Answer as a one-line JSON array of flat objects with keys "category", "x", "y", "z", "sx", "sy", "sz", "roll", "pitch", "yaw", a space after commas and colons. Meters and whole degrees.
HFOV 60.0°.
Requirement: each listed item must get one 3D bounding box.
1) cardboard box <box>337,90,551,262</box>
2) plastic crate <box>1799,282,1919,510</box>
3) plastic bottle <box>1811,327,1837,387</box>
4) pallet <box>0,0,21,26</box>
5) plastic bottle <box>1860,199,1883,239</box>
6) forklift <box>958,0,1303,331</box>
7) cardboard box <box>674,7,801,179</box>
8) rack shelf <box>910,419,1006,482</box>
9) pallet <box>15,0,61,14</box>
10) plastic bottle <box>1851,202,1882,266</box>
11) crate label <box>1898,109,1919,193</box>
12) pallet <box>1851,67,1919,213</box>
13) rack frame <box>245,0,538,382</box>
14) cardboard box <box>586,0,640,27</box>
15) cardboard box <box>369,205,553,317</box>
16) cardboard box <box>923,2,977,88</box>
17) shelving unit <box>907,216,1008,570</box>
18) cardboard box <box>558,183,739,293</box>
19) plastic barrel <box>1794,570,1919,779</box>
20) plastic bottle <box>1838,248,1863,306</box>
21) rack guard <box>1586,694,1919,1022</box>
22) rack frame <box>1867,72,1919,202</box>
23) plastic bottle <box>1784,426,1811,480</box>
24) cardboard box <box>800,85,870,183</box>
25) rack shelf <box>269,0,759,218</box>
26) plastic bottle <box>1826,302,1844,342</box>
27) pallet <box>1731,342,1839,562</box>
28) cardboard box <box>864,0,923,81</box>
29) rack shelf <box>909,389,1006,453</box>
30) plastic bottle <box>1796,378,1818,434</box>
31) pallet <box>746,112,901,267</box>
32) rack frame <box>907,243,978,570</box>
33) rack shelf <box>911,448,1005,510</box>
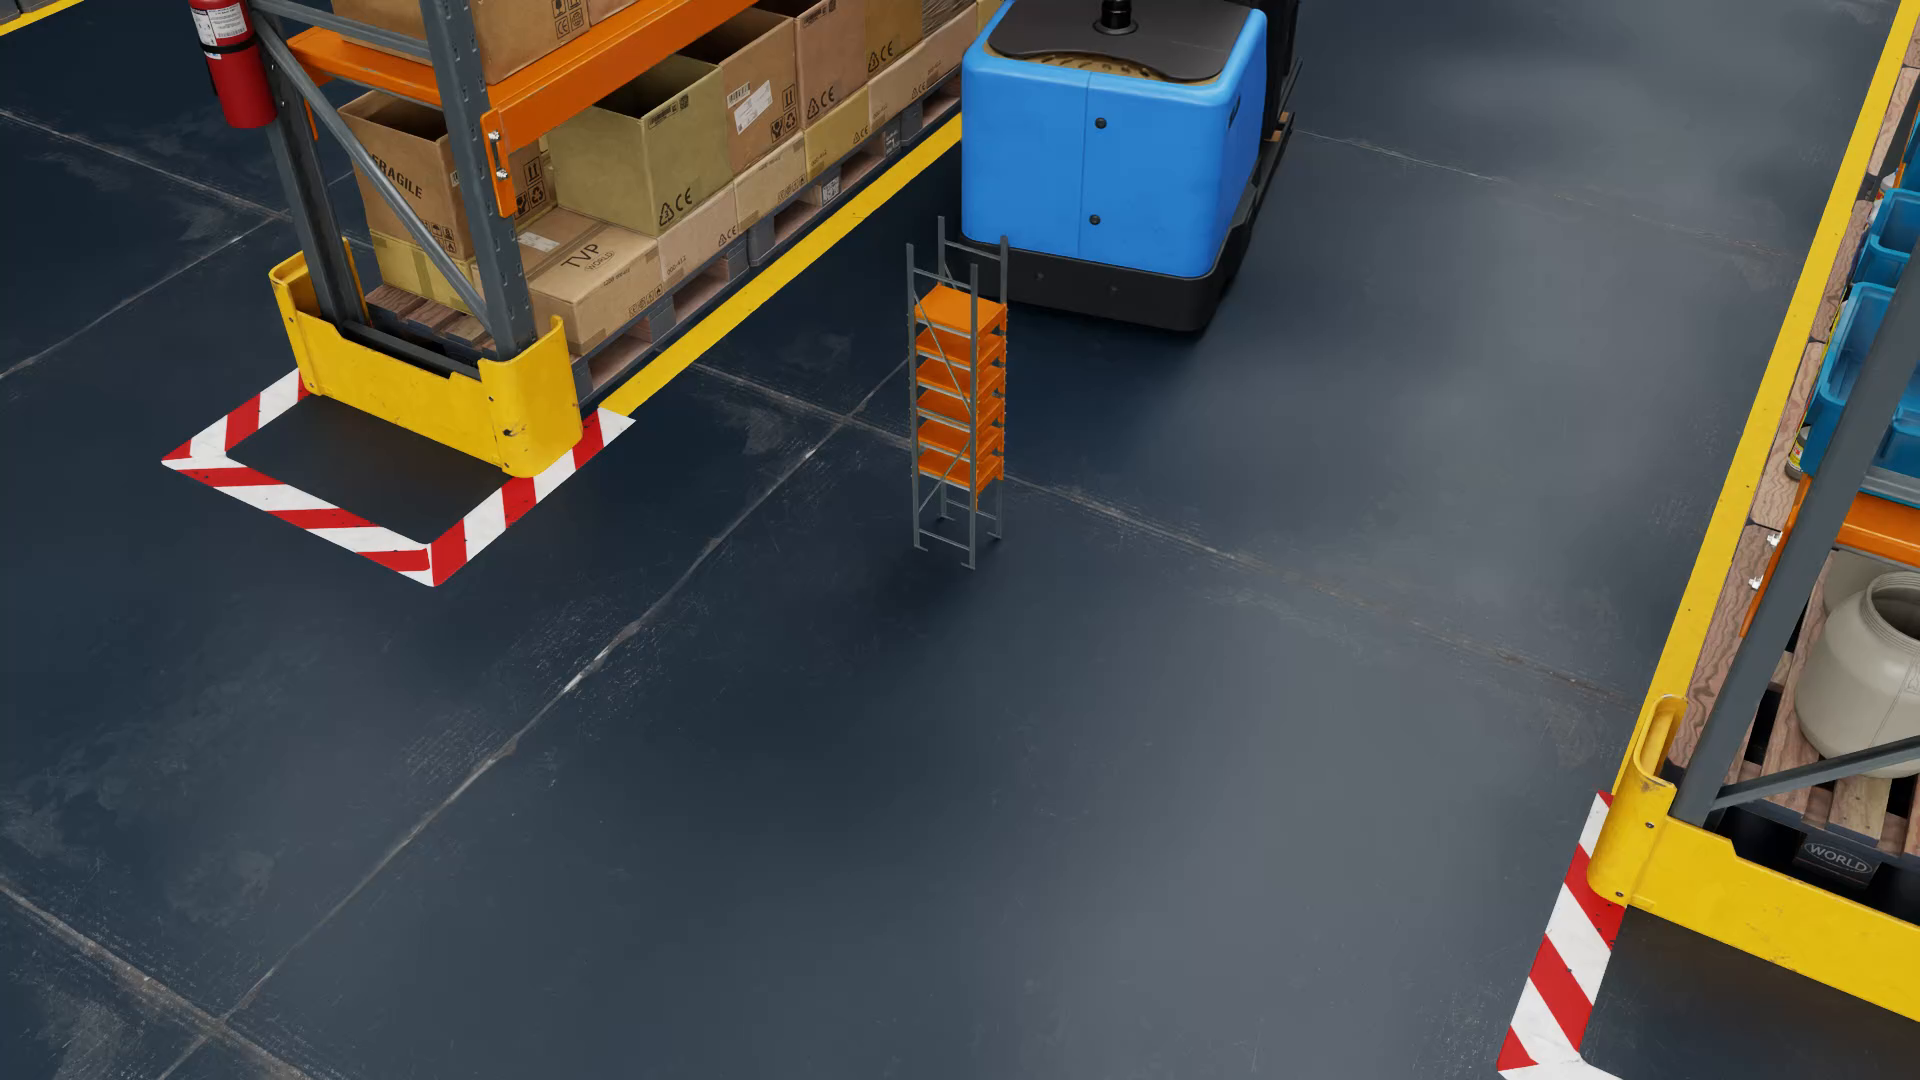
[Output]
[{"category": "cardboard box", "x": -1.947, "y": -1.451, "z": 6.323, "sx": 0.500, "sy": 0.500, "sz": 0.500, "roll": 21, "pitch": 45, "yaw": 22}, {"category": "plastic crate", "x": 2.320, "y": -0.328, "z": 3.965, "sx": 0.499, "sy": 0.251, "sz": 0.616, "roll": 21, "pitch": 45, "yaw": 22}, {"category": "plastic bottle", "x": 3.167, "y": -0.676, "z": 5.919, "sx": 0.144, "sy": 0.351, "sz": 0.185, "roll": 23, "pitch": 46, "yaw": 24}, {"category": "pallet", "x": -5.773, "y": -2.725, "z": 8.685, "sx": 1.003, "sy": 0.211, "sz": 1.213, "roll": 21, "pitch": 45, "yaw": 22}, {"category": "plastic bottle", "x": 3.741, "y": -1.307, "z": 6.748, "sx": 0.097, "sy": 0.201, "sz": 0.097, "roll": 0, "pitch": 41, "yaw": 0}, {"category": "forklift", "x": 0.941, "y": -2.911, "z": 6.838, "sx": 1.130, "sy": 2.935, "sz": 3.031, "roll": 12, "pitch": 43, "yaw": 14}, {"category": "cardboard box", "x": -1.009, "y": -1.856, "z": 6.783, "sx": 0.500, "sy": 0.500, "sz": 0.500, "roll": 21, "pitch": 45, "yaw": 22}, {"category": "rack shelf", "x": -0.007, "y": -0.319, "z": 5.453, "sx": 0.258, "sy": 0.103, "sz": 0.180, "roll": 21, "pitch": 45, "yaw": 22}, {"category": "pallet", "x": -5.162, "y": -3.420, "z": 9.474, "sx": 1.003, "sy": 0.211, "sz": 1.213, "roll": 21, "pitch": 45, "yaw": 22}, {"category": "plastic bottle", "x": 3.654, "y": -1.199, "z": 6.569, "sx": 0.152, "sy": 0.276, "sz": 0.135, "roll": 23, "pitch": 46, "yaw": 24}, {"category": "crate label", "x": 3.016, "y": -1.154, "z": 4.764, "sx": 0.502, "sy": 0.435, "sz": 0.616, "roll": 21, "pitch": 45, "yaw": 22}, {"category": "pallet", "x": 4.690, "y": -1.703, "z": 7.524, "sx": 1.003, "sy": 0.211, "sz": 1.213, "roll": 21, "pitch": 45, "yaw": 22}, {"category": "rack frame", "x": -1.958, "y": -1.639, "z": 5.341, "sx": 1.000, "sy": 3.000, "sz": 0.127, "roll": 21, "pitch": 45, "yaw": 22}, {"category": "cardboard box", "x": -1.454, "y": -2.241, "z": 5.950, "sx": 0.700, "sy": 0.500, "sz": 0.500, "roll": 22, "pitch": 46, "yaw": 23}, {"category": "cardboard box", "x": -1.945, "y": -1.169, "z": 6.570, "sx": 0.500, "sy": 0.250, "sz": 0.500, "roll": 21, "pitch": 45, "yaw": 22}, {"category": "cardboard box", "x": -0.258, "y": -2.433, "z": 8.006, "sx": 0.500, "sy": 0.250, "sz": 0.500, "roll": 21, "pitch": 45, "yaw": 22}, {"category": "shelving unit", "x": -0.007, "y": -0.442, "z": 5.344, "sx": 0.258, "sy": 1.200, "sz": 0.189, "roll": 21, "pitch": 45, "yaw": 22}, {"category": "cardboard box", "x": -1.250, "y": -1.285, "z": 6.702, "sx": 0.500, "sy": 0.250, "sz": 0.500, "roll": 21, "pitch": 45, "yaw": 22}, {"category": "plastic barrel", "x": 2.592, "y": 0.376, "z": 4.618, "sx": 0.421, "sy": 0.512, "sz": 0.421, "roll": 0, "pitch": 41, "yaw": 0}, {"category": "plastic bottle", "x": 3.473, "y": -1.025, "z": 6.316, "sx": 0.144, "sy": 0.351, "sz": 0.185, "roll": 19, "pitch": 45, "yaw": 20}, {"category": "rack guard", "x": 2.326, "y": 0.881, "z": 4.372, "sx": 1.175, "sy": 0.500, "sz": 0.348, "roll": 21, "pitch": 45, "yaw": 22}, {"category": "rack frame", "x": 4.331, "y": -2.287, "z": 6.077, "sx": 1.000, "sy": 3.000, "sz": 0.127, "roll": 21, "pitch": 45, "yaw": 22}, {"category": "plastic bottle", "x": 2.869, "y": -0.309, "z": 5.616, "sx": 0.097, "sy": 0.201, "sz": 0.097, "roll": 0, "pitch": 41, "yaw": 0}, {"category": "cardboard box", "x": -0.745, "y": -1.855, "z": 7.350, "sx": 0.500, "sy": 0.250, "sz": 0.500, "roll": 21, "pitch": 45, "yaw": 22}, {"category": "rack shelf", "x": -0.957, "y": -2.513, "z": 6.878, "sx": 1.077, "sy": 0.370, "sz": 4.000, "roll": 21, "pitch": 45, "yaw": 22}, {"category": "plastic bottle", "x": 3.311, "y": -0.815, "z": 6.190, "sx": 0.097, "sy": 0.201, "sz": 0.097, "roll": 0, "pitch": 41, "yaw": 0}, {"category": "pallet", "x": 3.349, "y": -0.169, "z": 5.783, "sx": 1.003, "sy": 0.211, "sz": 1.213, "roll": 21, "pitch": 45, "yaw": 22}, {"category": "cardboard box", "x": -0.506, "y": -2.427, "z": 7.432, "sx": 0.500, "sy": 0.500, "sz": 0.500, "roll": 21, "pitch": 45, "yaw": 22}, {"category": "rack shelf", "x": -0.007, "y": -0.409, "z": 5.373, "sx": 0.258, "sy": 0.103, "sz": 0.180, "roll": 21, "pitch": 45, "yaw": 22}, {"category": "plastic bottle", "x": 3.018, "y": -0.472, "z": 5.745, "sx": 0.152, "sy": 0.276, "sz": 0.135, "roll": 21, "pitch": 46, "yaw": 22}, {"category": "pallet", "x": -1.000, "y": -1.739, "z": 7.565, "sx": 1.003, "sy": 0.211, "sz": 1.213, "roll": 21, "pitch": 45, "yaw": 22}, {"category": "rack frame", "x": -0.053, "y": -0.390, "z": 5.285, "sx": 0.240, "sy": 1.200, "sz": 0.006, "roll": 21, "pitch": 45, "yaw": 22}, {"category": "rack shelf", "x": -0.007, "y": -0.229, "z": 5.532, "sx": 0.258, "sy": 0.103, "sz": 0.180, "roll": 21, "pitch": 45, "yaw": 22}]
